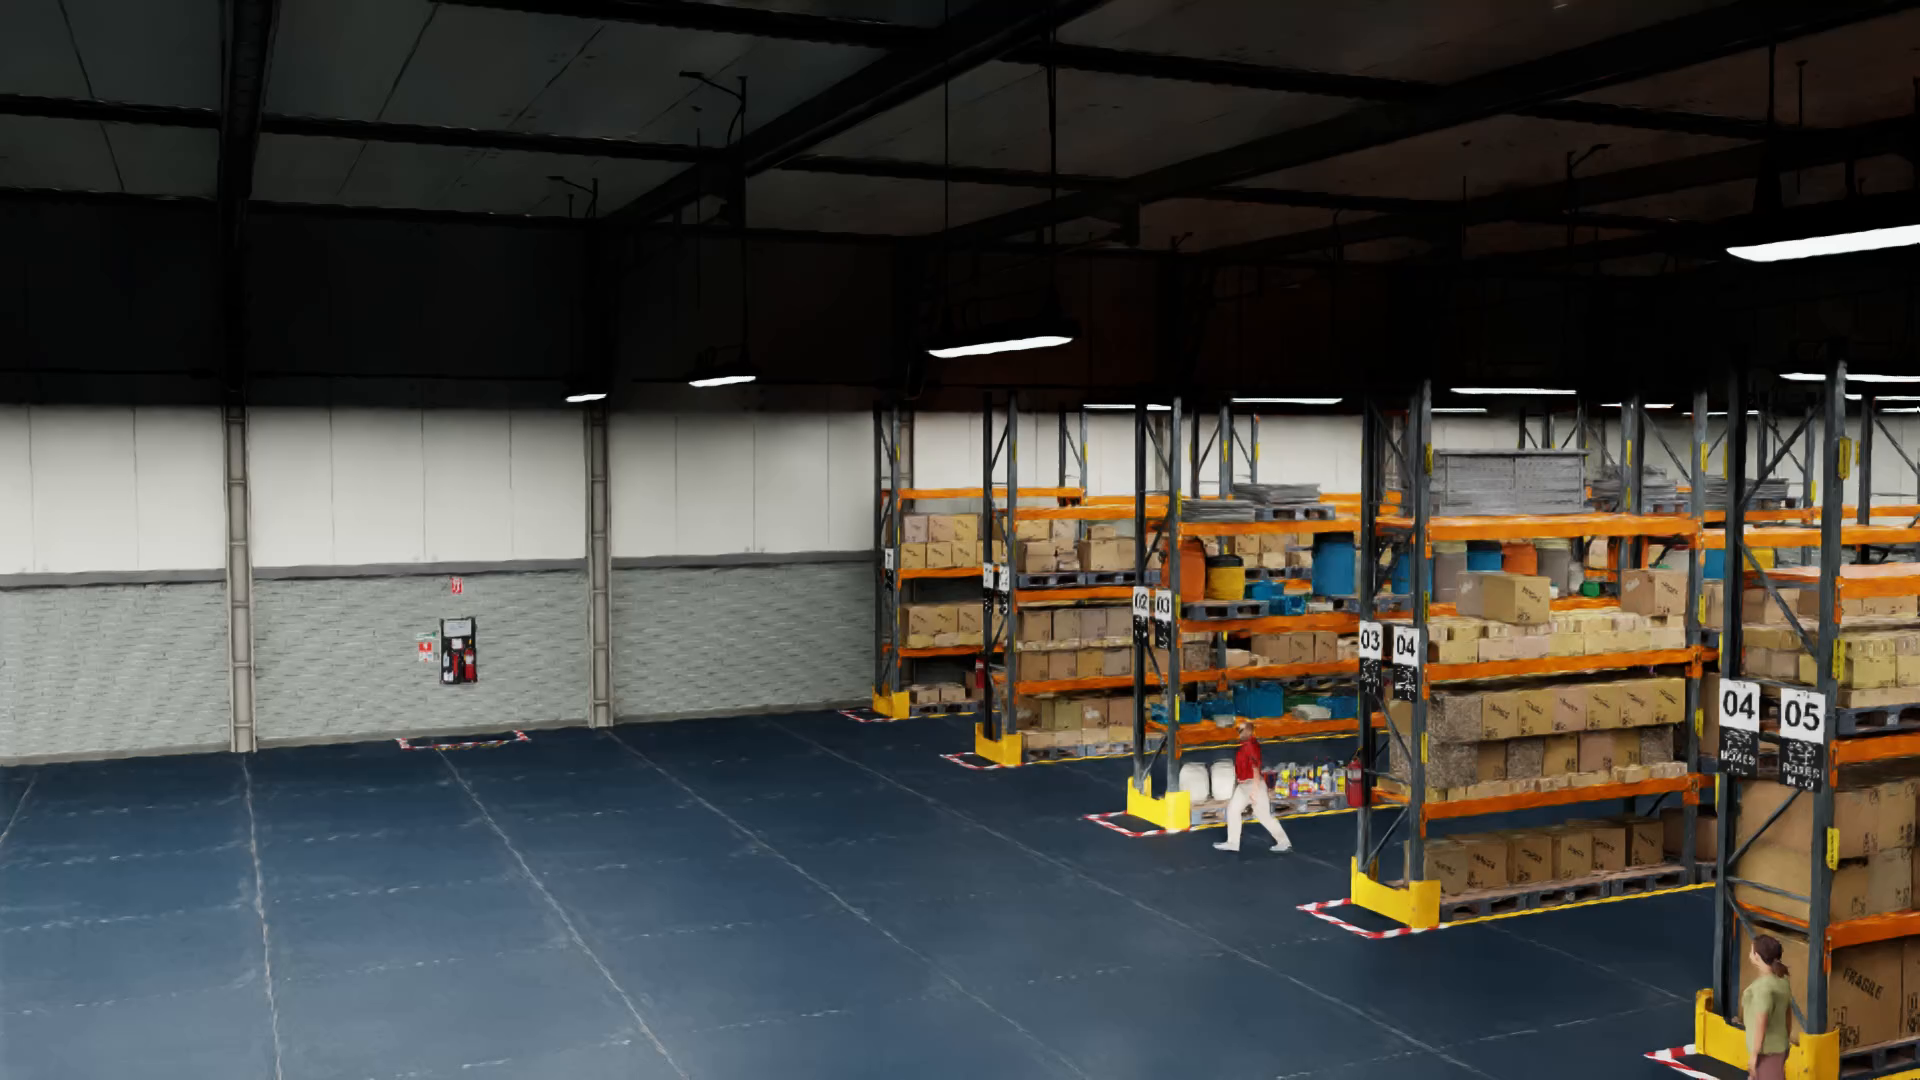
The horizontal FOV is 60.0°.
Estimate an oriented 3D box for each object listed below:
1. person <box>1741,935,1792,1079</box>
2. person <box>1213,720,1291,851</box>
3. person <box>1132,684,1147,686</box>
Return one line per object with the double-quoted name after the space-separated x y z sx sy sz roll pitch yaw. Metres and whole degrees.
5.720 3.639 11.853 0.606 1.666 0.575 3 5 43 "person"
3.701 3.101 20.926 0.949 1.677 0.566 0 3 -8 "person"
3.469 2.465 31.738 0.433 1.684 0.553 3 4 39 "person"
